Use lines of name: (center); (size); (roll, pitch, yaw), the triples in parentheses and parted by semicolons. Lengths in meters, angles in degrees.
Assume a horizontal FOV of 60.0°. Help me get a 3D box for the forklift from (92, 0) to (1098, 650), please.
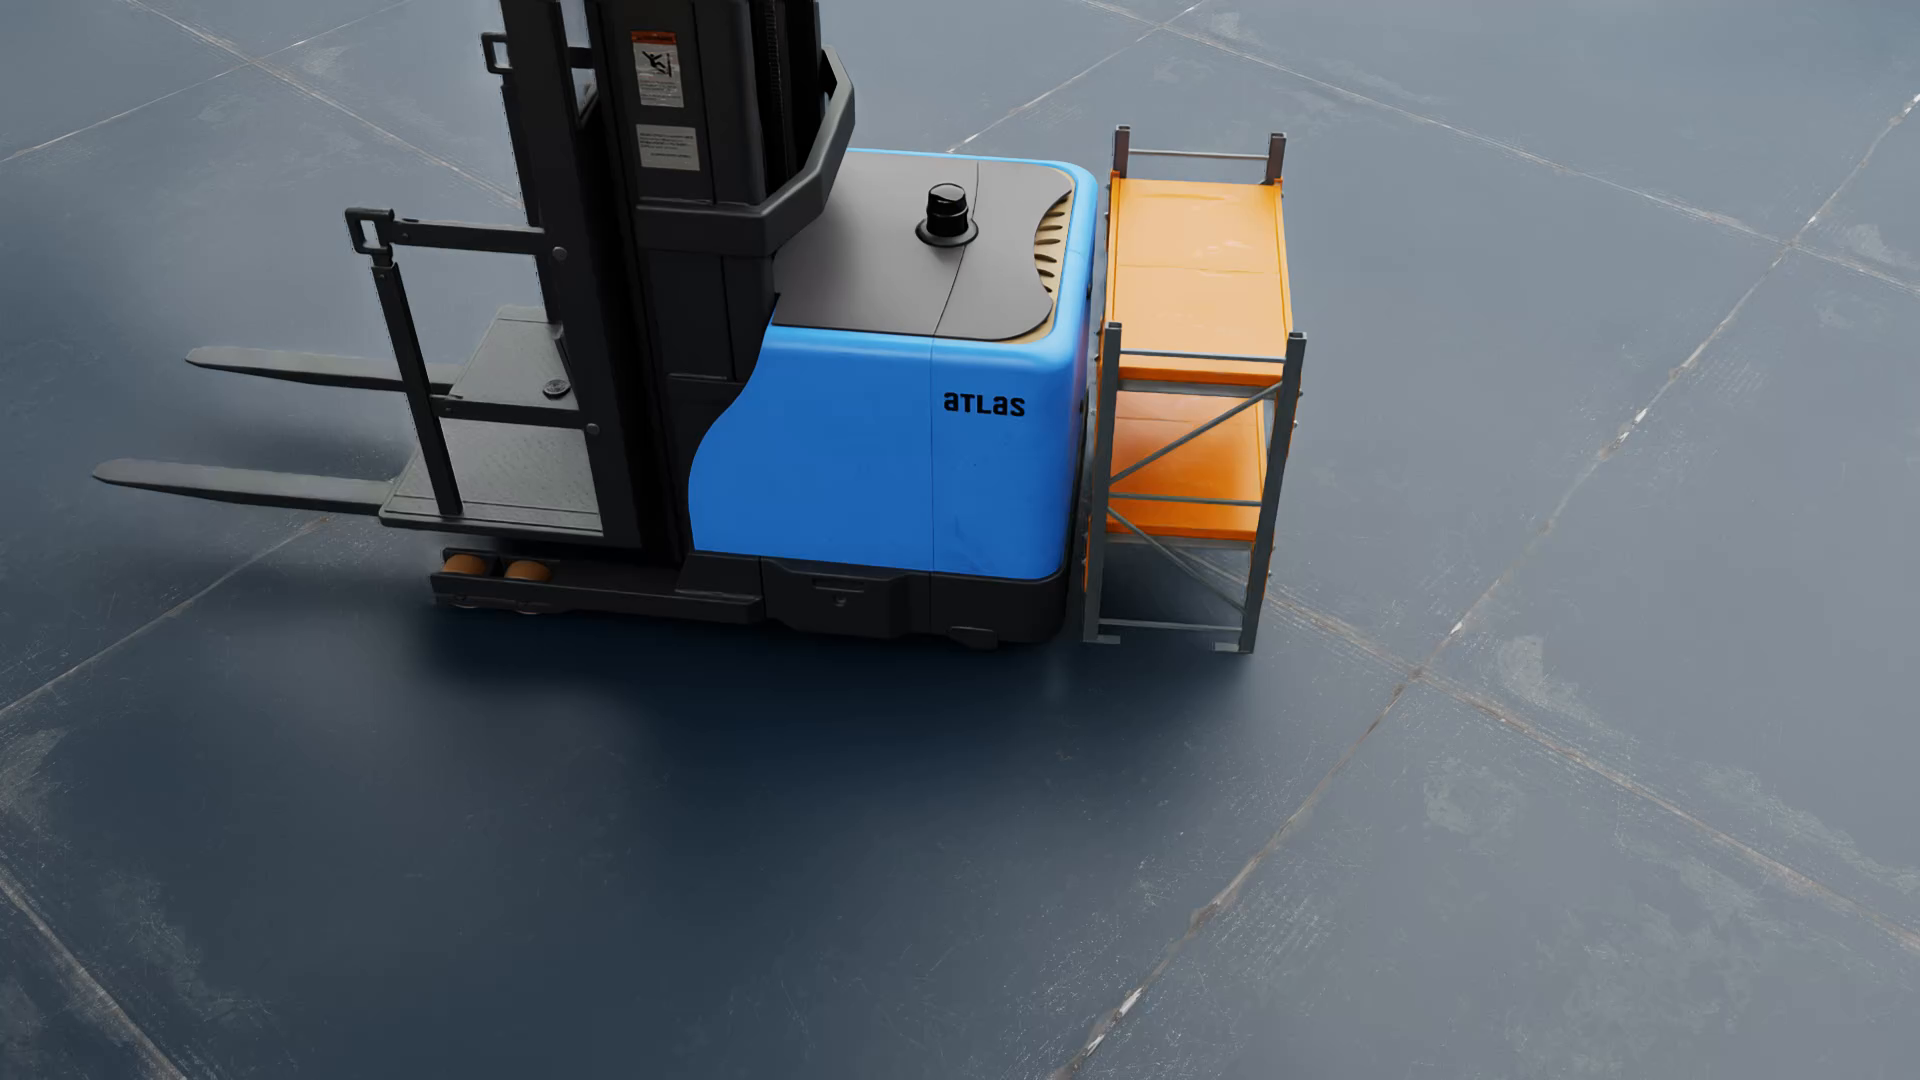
forklift: (-1.141, -1.207, 4.399); (3.031, 2.935, 1.130); (5, 43, 6)

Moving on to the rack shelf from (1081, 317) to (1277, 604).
rack shelf: (0.661, -0.267, 5.071); (0.538, 0.278, 1.000); (4, 42, 4)

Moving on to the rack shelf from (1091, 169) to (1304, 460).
rack shelf: (0.661, -0.665, 4.710); (0.538, 0.278, 1.000); (4, 42, 4)

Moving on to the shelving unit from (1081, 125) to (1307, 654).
shelving unit: (0.661, -0.448, 4.907); (0.538, 1.125, 1.048); (4, 42, 4)

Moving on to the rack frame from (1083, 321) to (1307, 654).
rack frame: (0.613, -0.108, 4.532); (0.500, 1.125, 0.032); (4, 42, 4)

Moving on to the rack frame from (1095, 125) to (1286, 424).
rack frame: (0.710, -0.789, 5.281); (0.500, 1.125, 0.032); (4, 42, 4)
